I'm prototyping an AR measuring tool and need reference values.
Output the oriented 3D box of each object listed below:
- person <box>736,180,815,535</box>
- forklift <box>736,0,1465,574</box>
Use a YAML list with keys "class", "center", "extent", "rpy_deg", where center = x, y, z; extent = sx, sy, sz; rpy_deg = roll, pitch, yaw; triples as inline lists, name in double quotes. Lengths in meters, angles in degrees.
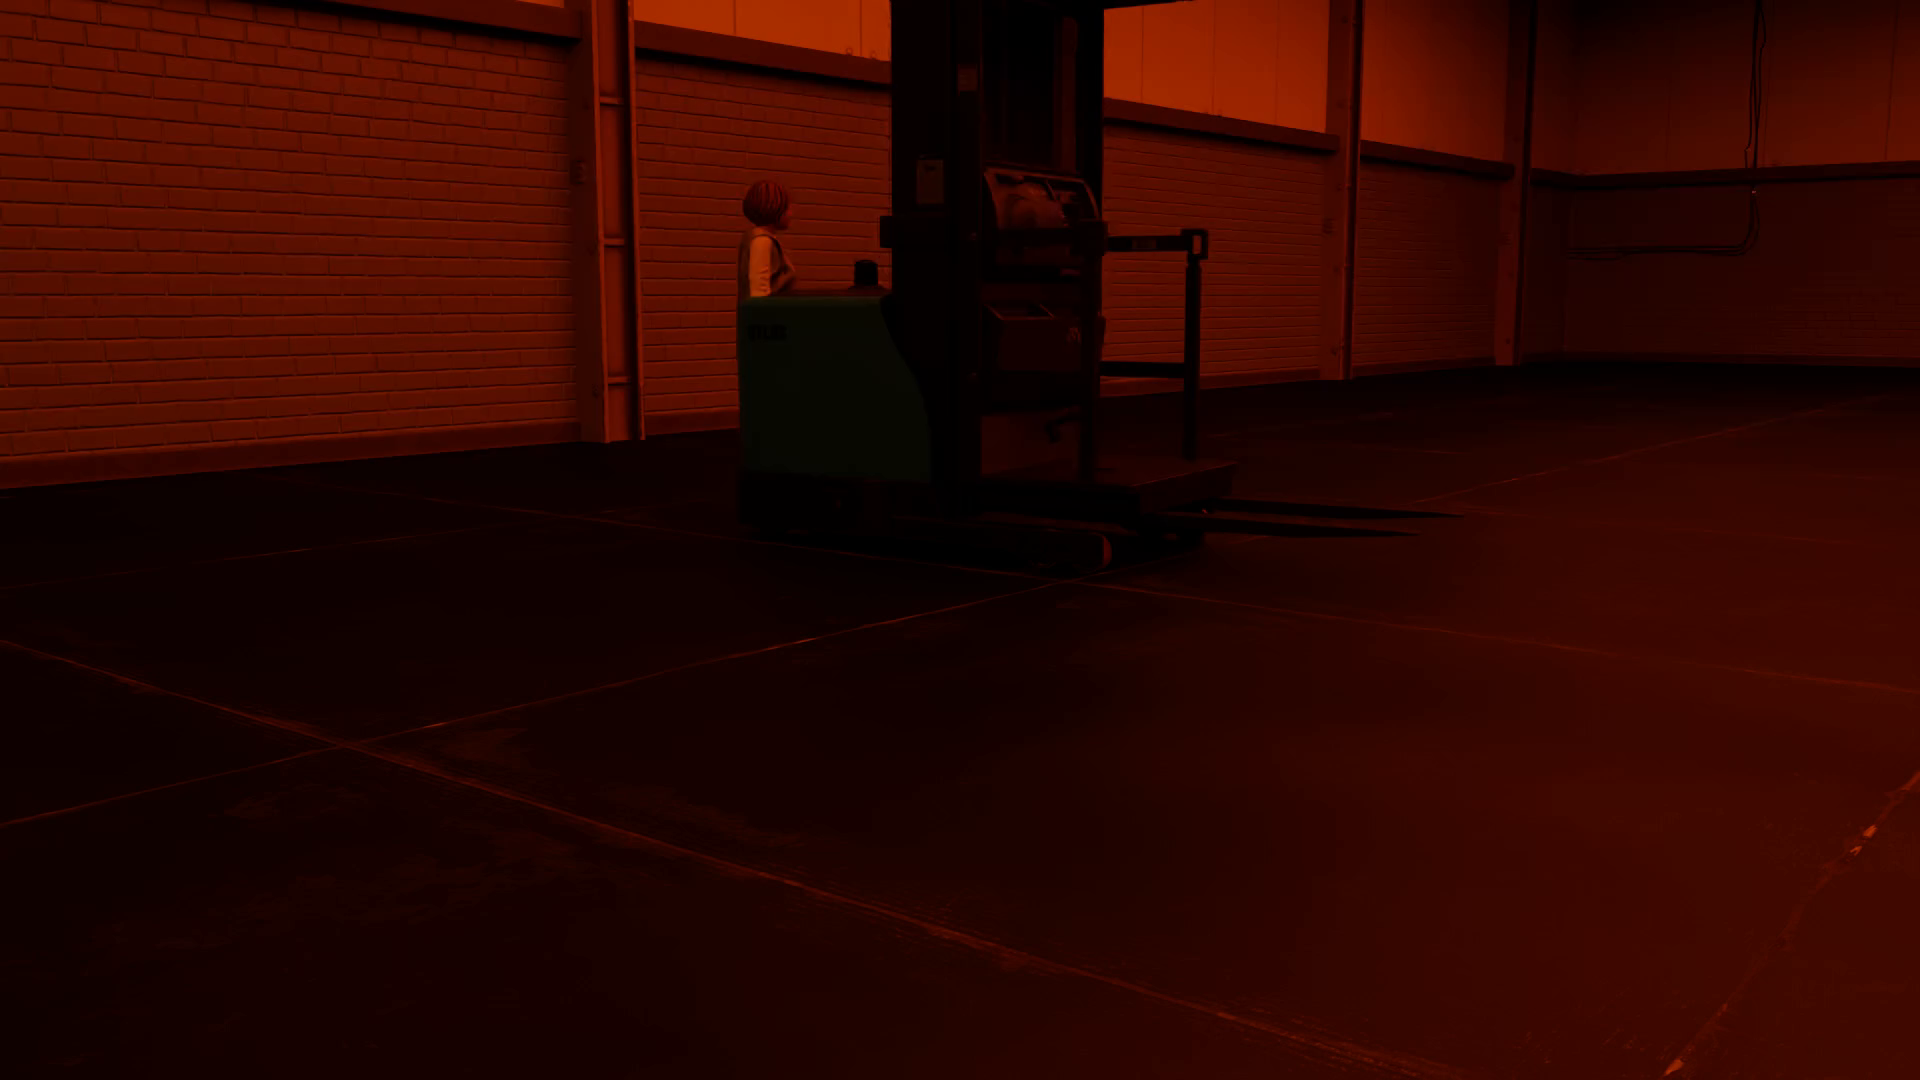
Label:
- class: "person"
  center: [-0.834, -0.827, 7.602]
  extent: [0.370, 1.581, 0.547]
  rpy_deg: [-2, 9, -14]
- class: "forklift"
  center: [0.529, -1.405, 6.887]
  extent: [3.031, 2.935, 1.130]
  rpy_deg: [5, 10, 31]
